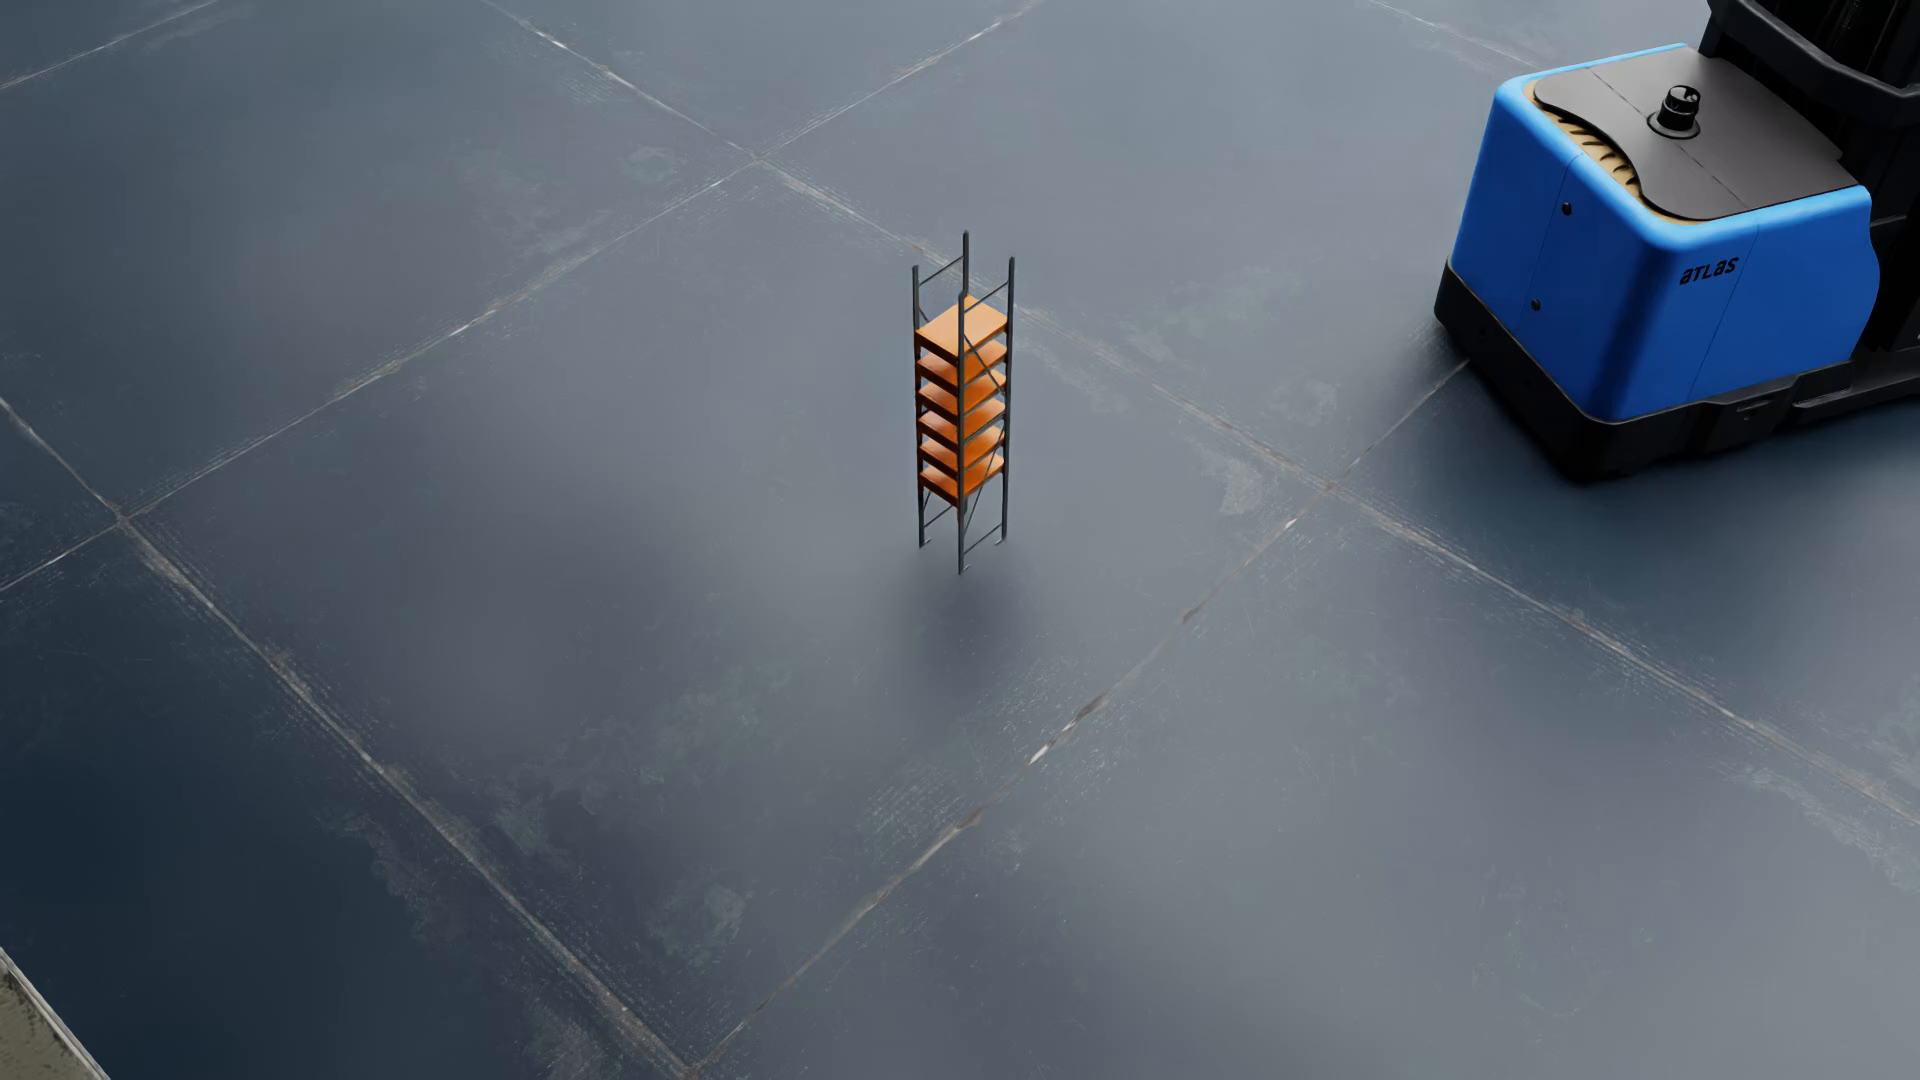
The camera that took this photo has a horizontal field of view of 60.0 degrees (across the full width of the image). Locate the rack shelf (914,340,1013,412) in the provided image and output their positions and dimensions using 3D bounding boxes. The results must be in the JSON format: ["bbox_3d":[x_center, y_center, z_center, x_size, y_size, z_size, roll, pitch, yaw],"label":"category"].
[{"bbox_3d":[0.011,-0.537,5.154,0.180,0.103,0.258,34,55,28],"label":"rack shelf"}]

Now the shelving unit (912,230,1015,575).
[{"bbox_3d":[0.011,-0.404,5.297,0.189,1.200,0.258,34,55,28],"label":"shelving unit"}]

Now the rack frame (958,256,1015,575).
[{"bbox_3d":[0.078,-0.358,5.254,0.006,1.200,0.240,34,55,28],"label":"rack frame"}]

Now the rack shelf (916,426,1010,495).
[{"bbox_3d":[0.011,-0.291,5.417,0.180,0.103,0.258,34,55,28],"label":"rack shelf"}]

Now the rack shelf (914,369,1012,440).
[{"bbox_3d":[0.011,-0.455,5.242,0.180,0.103,0.258,34,55,28],"label":"rack shelf"}]

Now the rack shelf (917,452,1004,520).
[{"bbox_3d":[0.011,-0.209,5.504,0.180,0.103,0.258,34,55,28],"label":"rack shelf"}]

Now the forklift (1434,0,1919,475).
[{"bbox_3d":[3.418,-1.896,5.511,3.031,2.935,1.130,-15,49,-13],"label":"forklift"}]

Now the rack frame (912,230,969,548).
[{"bbox_3d":[-0.057,-0.449,5.339,0.006,1.200,0.240,34,55,28],"label":"rack frame"}]

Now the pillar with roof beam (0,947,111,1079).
[{"bbox_3d":[1.402,-3.337,2.702,0.400,9.000,9.100,34,55,28],"label":"pillar with roof beam"}]

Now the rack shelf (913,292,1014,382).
[{"bbox_3d":[0.011,-0.620,5.067,0.180,0.103,0.258,34,55,28],"label":"rack shelf"}]

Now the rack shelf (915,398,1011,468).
[{"bbox_3d":[0.011,-0.373,5.329,0.180,0.103,0.258,34,55,28],"label":"rack shelf"}]
